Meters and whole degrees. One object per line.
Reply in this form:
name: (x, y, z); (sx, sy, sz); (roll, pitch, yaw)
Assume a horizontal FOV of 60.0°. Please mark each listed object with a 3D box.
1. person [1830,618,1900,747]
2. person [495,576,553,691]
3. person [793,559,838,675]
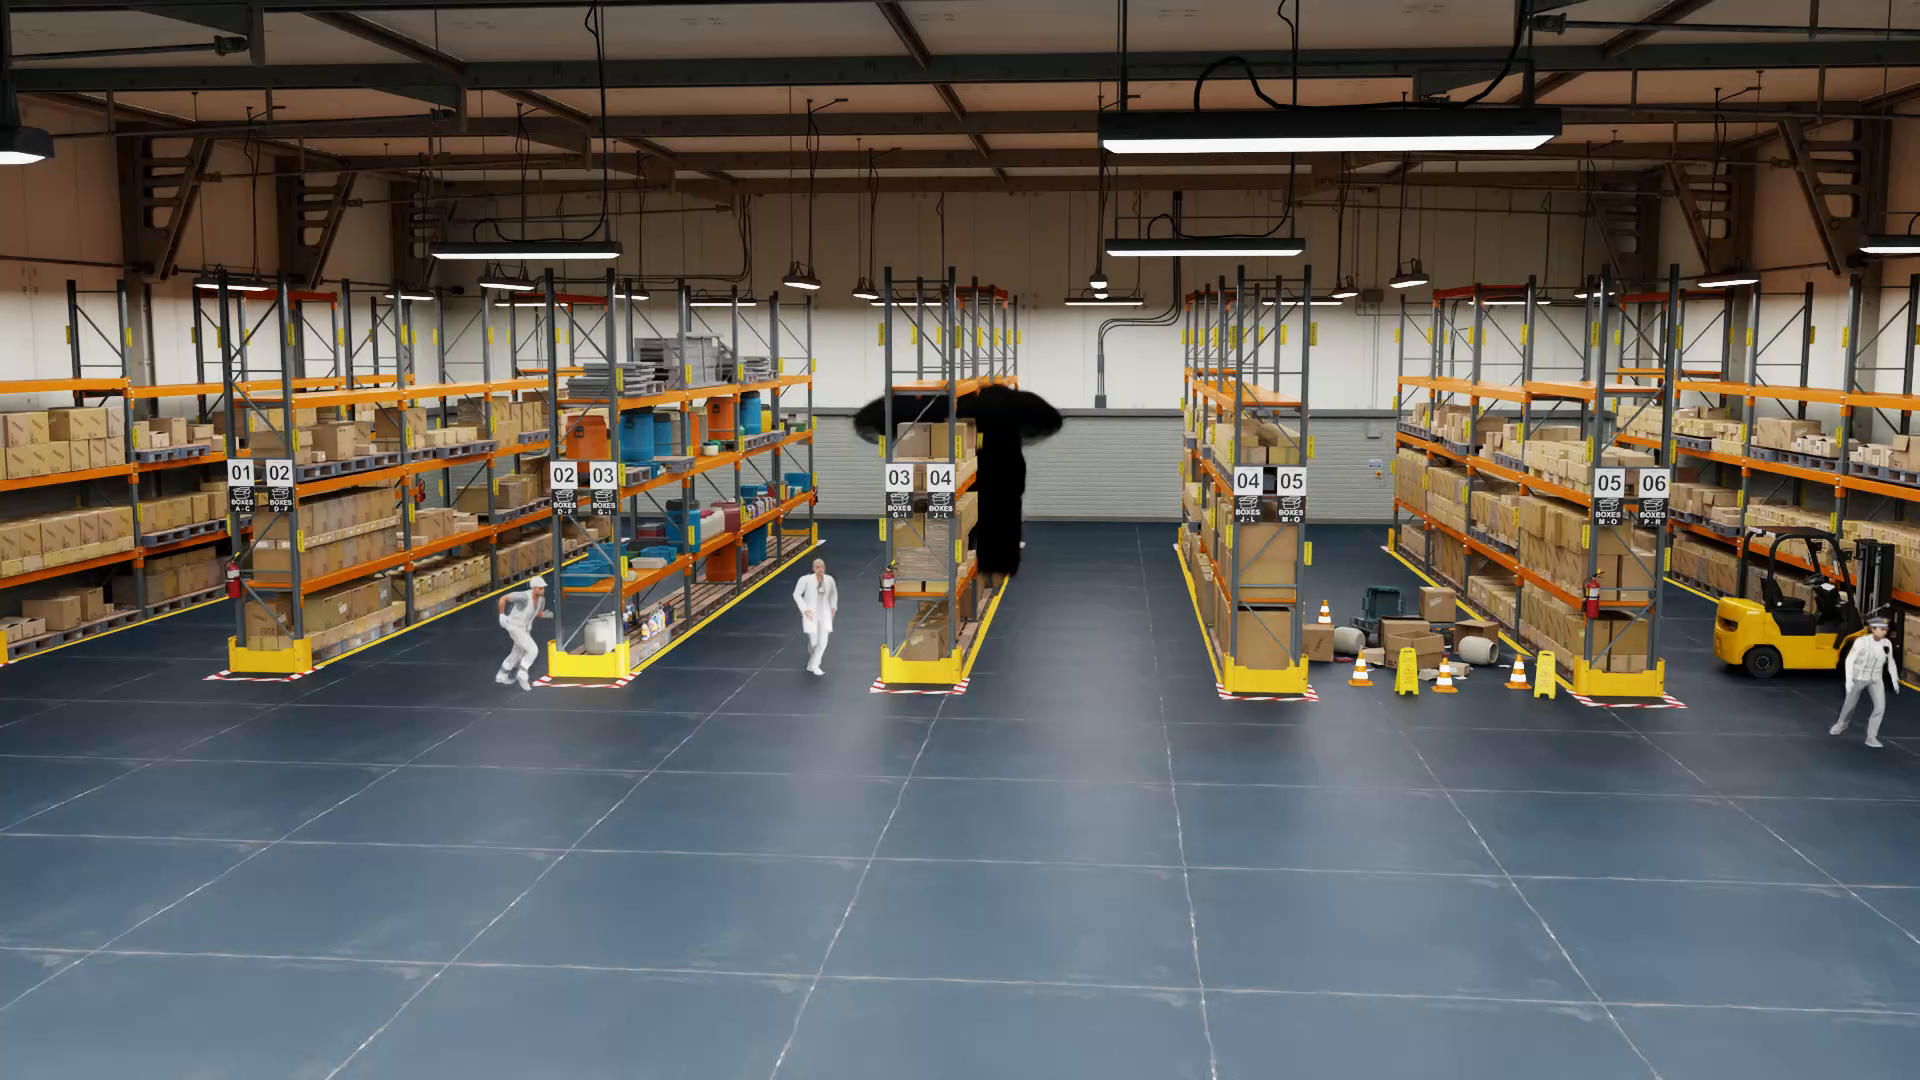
person: (11.248, 1.711, 20.646); (0.656, 1.602, 0.799); (0, 7, 3)
person: (-6.256, 1.333, 23.641); (0.980, 1.670, 0.713); (3, 8, 24)
person: (-2.163, 1.135, 24.940); (0.707, 1.733, 0.585); (-2, 7, -18)
